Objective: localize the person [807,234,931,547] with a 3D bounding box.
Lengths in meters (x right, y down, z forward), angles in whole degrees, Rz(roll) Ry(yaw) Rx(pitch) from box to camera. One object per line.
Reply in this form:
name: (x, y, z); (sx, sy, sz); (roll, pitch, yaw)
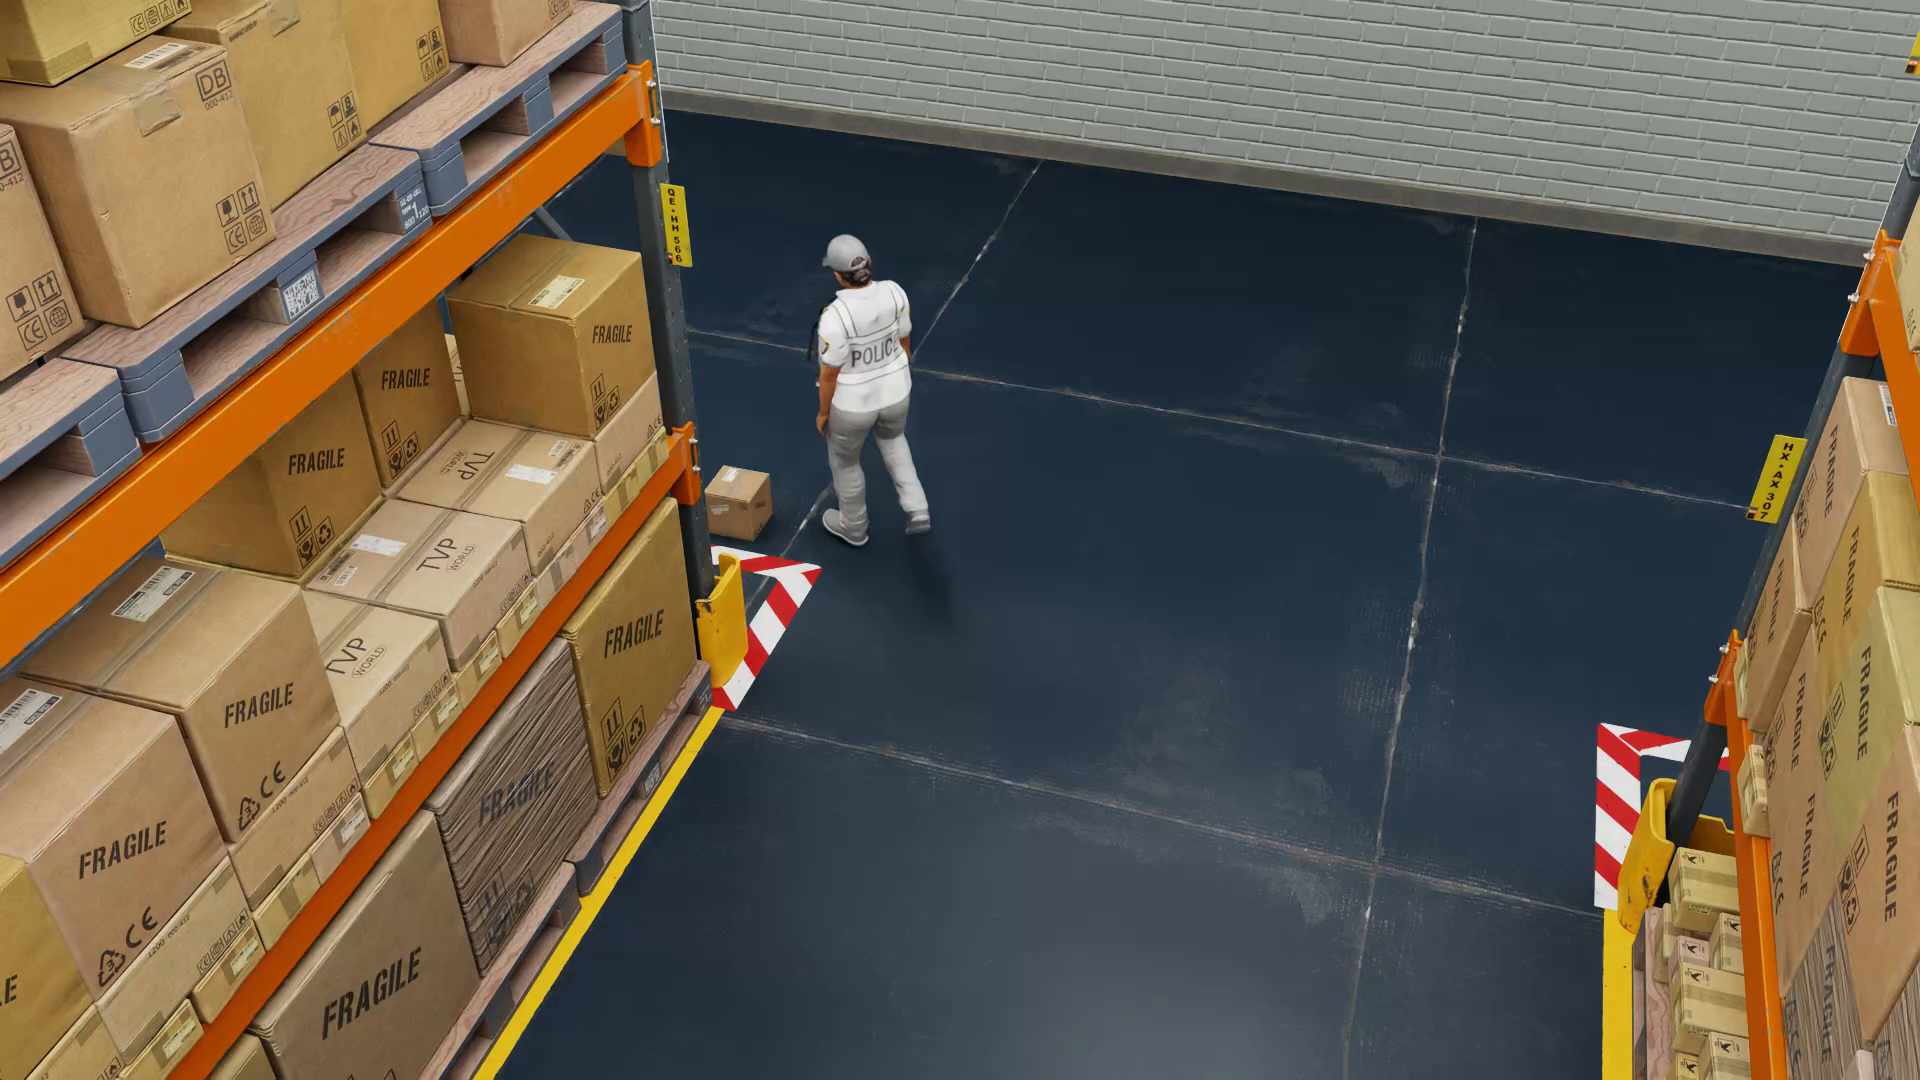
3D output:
person: (-0.431, -0.665, 7.740); (0.518, 1.651, 0.553); (-24, 43, -28)
